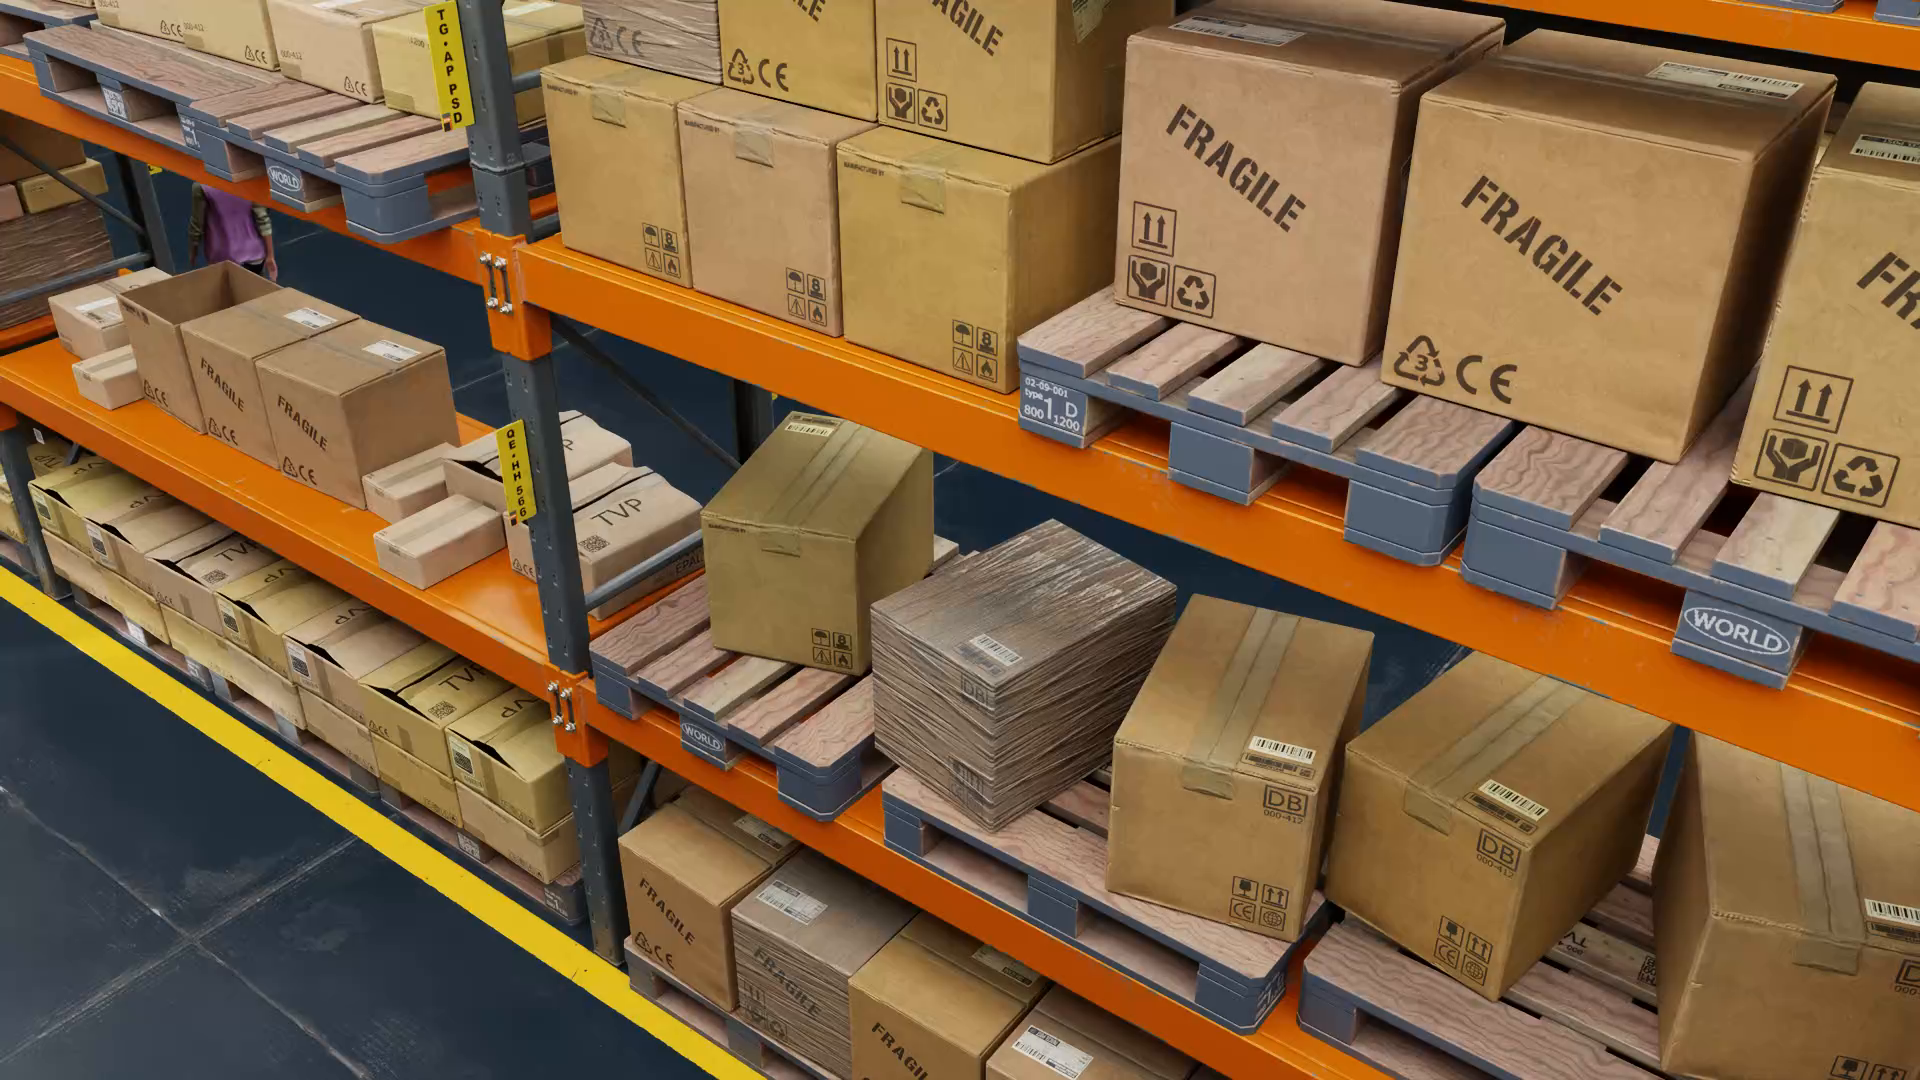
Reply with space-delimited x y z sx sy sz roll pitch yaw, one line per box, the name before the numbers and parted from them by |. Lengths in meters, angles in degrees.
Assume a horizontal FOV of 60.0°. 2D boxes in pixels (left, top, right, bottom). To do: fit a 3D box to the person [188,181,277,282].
person | -4.342 -1.700 9.924 0.957 1.535 0.405 21 37 30
